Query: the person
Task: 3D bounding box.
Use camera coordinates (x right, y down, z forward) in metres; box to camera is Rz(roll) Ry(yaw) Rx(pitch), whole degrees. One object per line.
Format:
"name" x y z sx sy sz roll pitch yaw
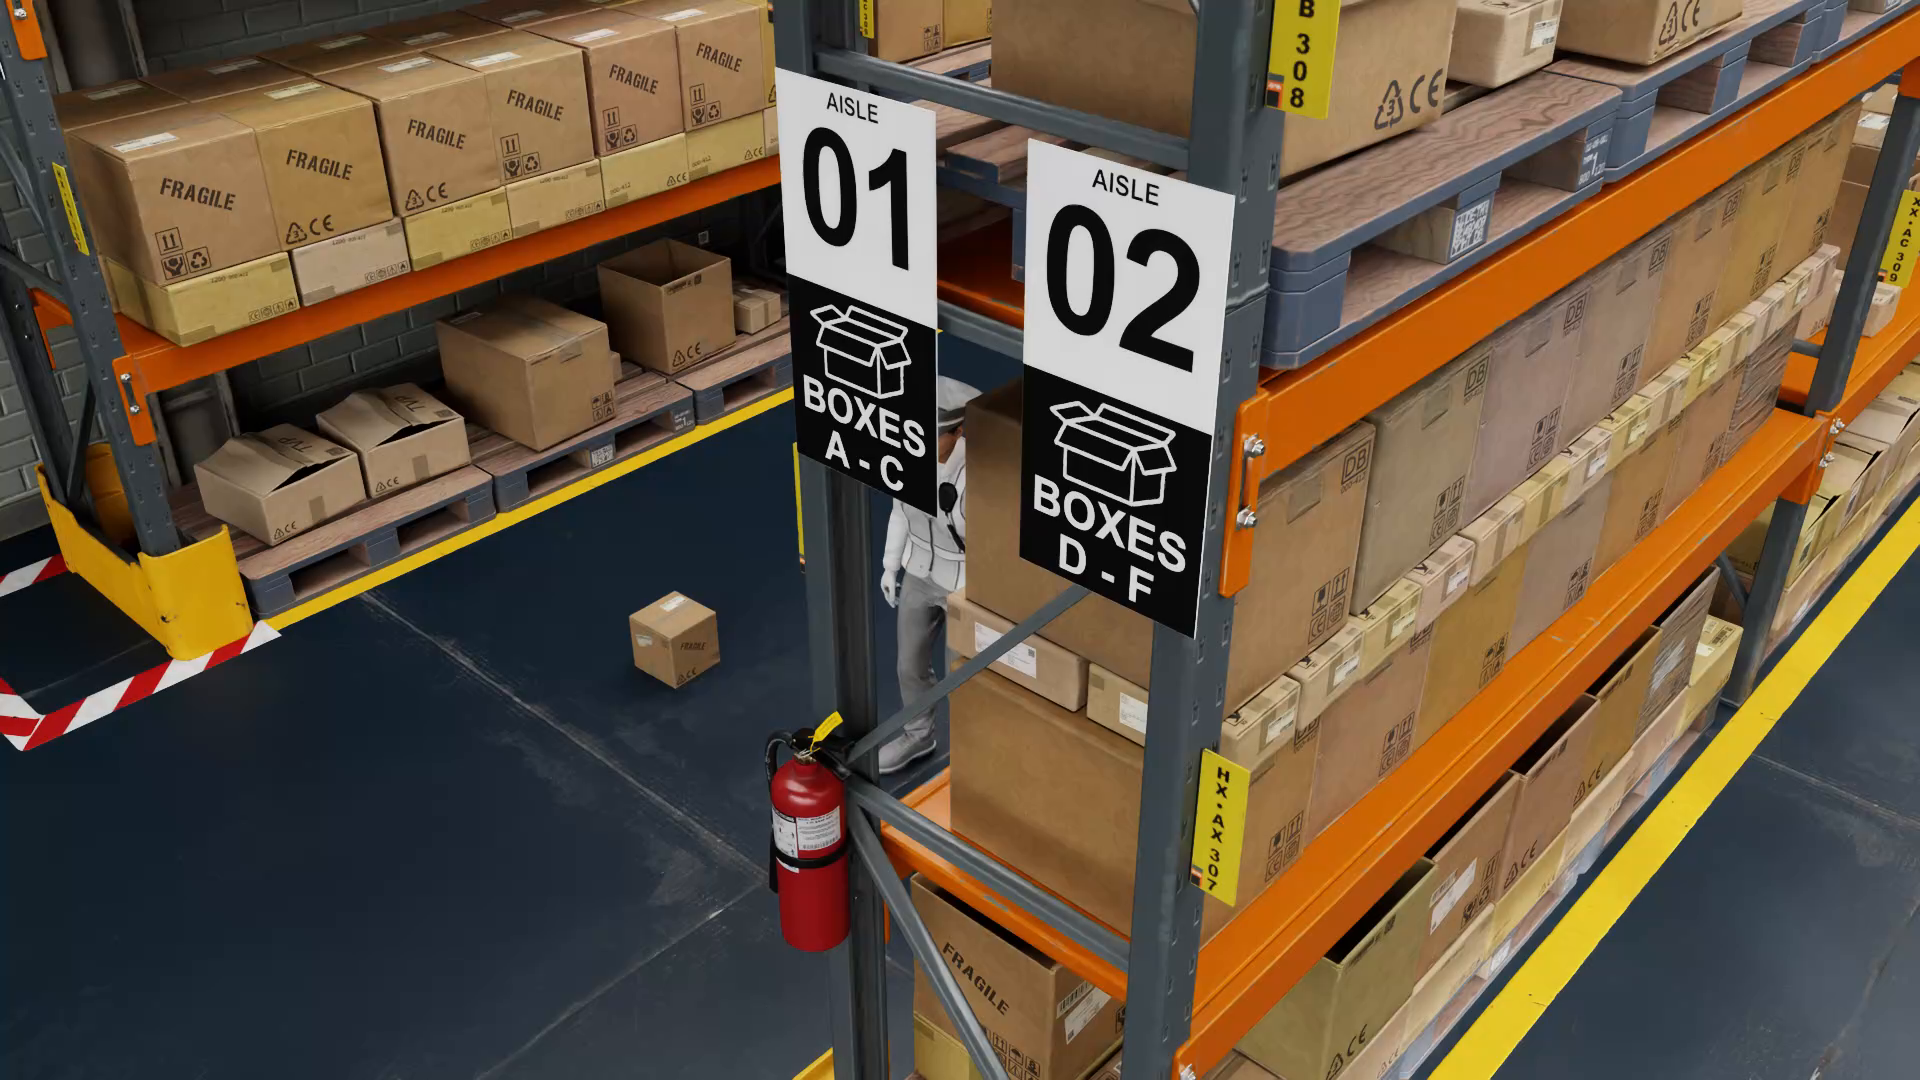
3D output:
"person" -0.053 0.176 5.844 0.545 1.662 0.376 22 38 32
